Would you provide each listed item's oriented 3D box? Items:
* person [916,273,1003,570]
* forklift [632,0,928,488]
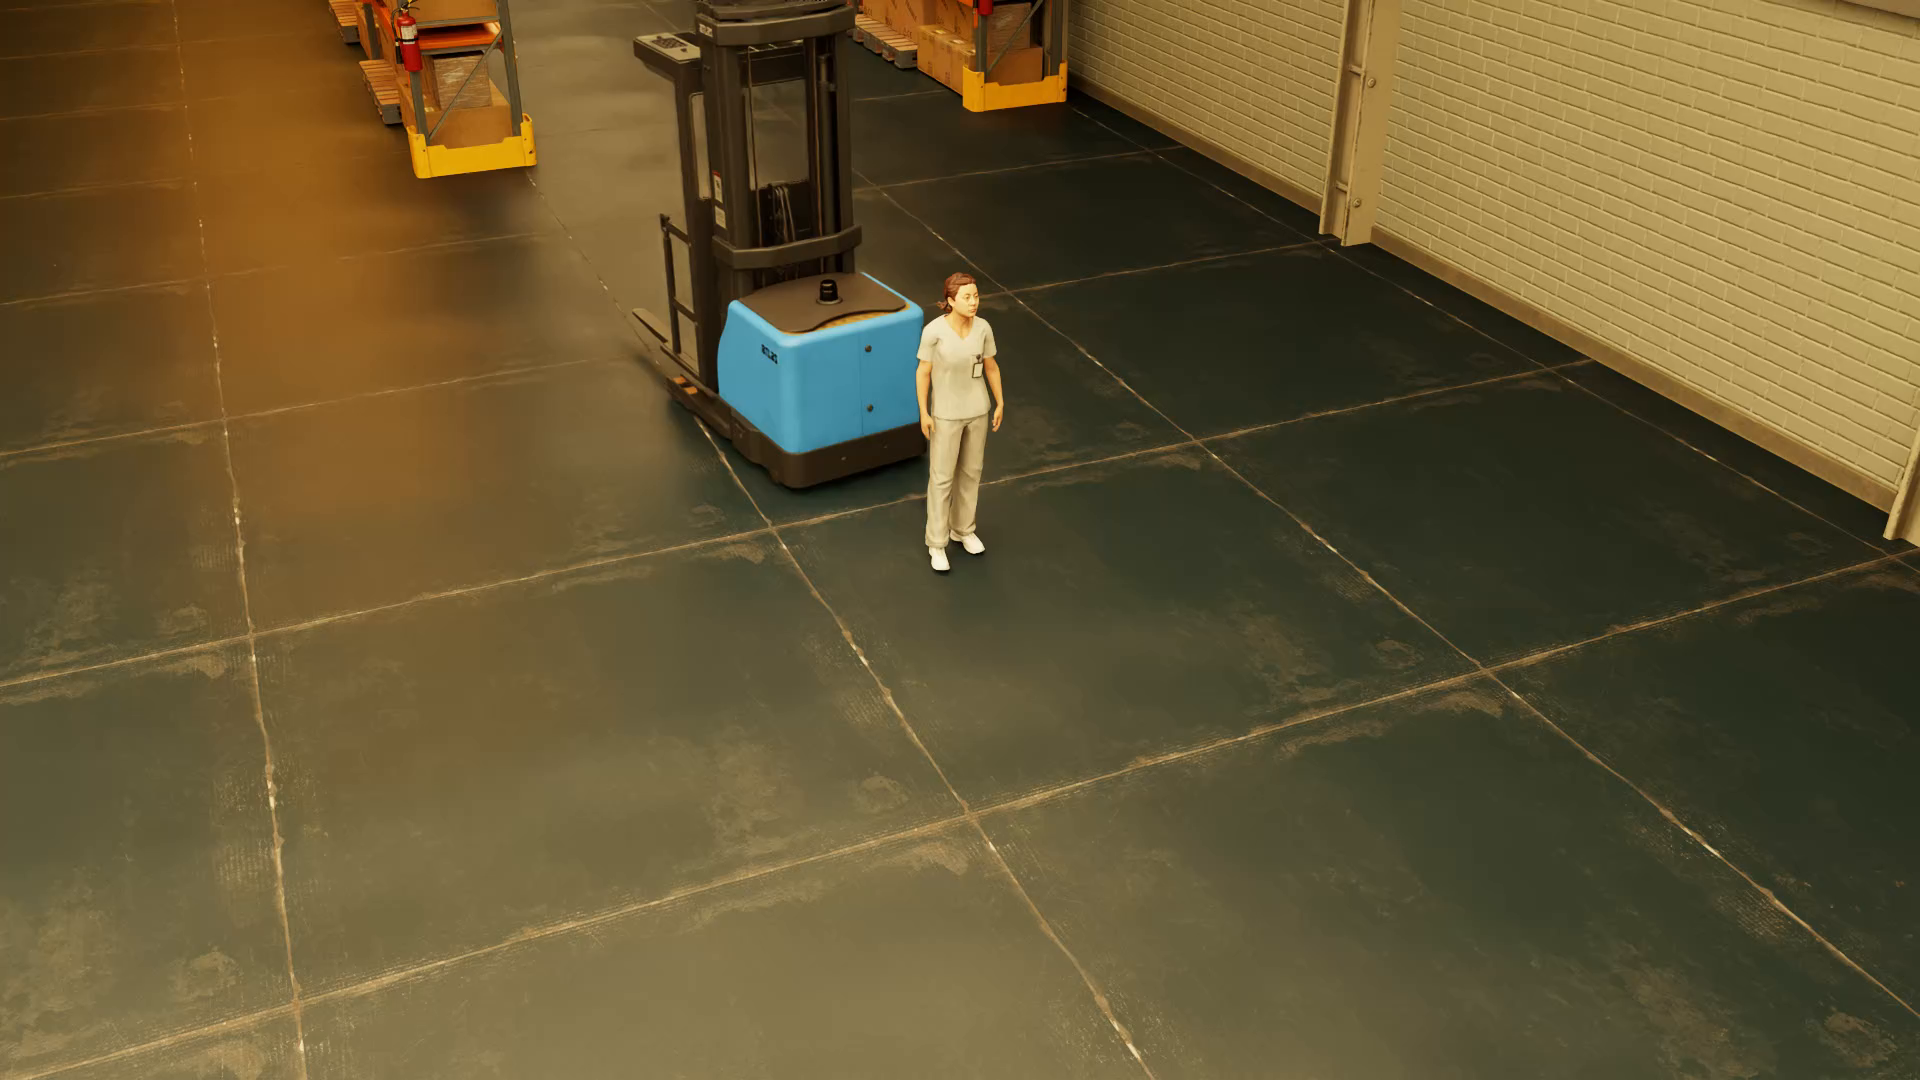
[{"bbox_3d":[0.017,-0.698,9.590,0.550,1.675,0.549,-12,32,-20],"label":"person"},{"bbox_3d":[-1.419,-2.292,11.128,1.130,2.935,3.031,-17,34,-27],"label":"forklift"}]
